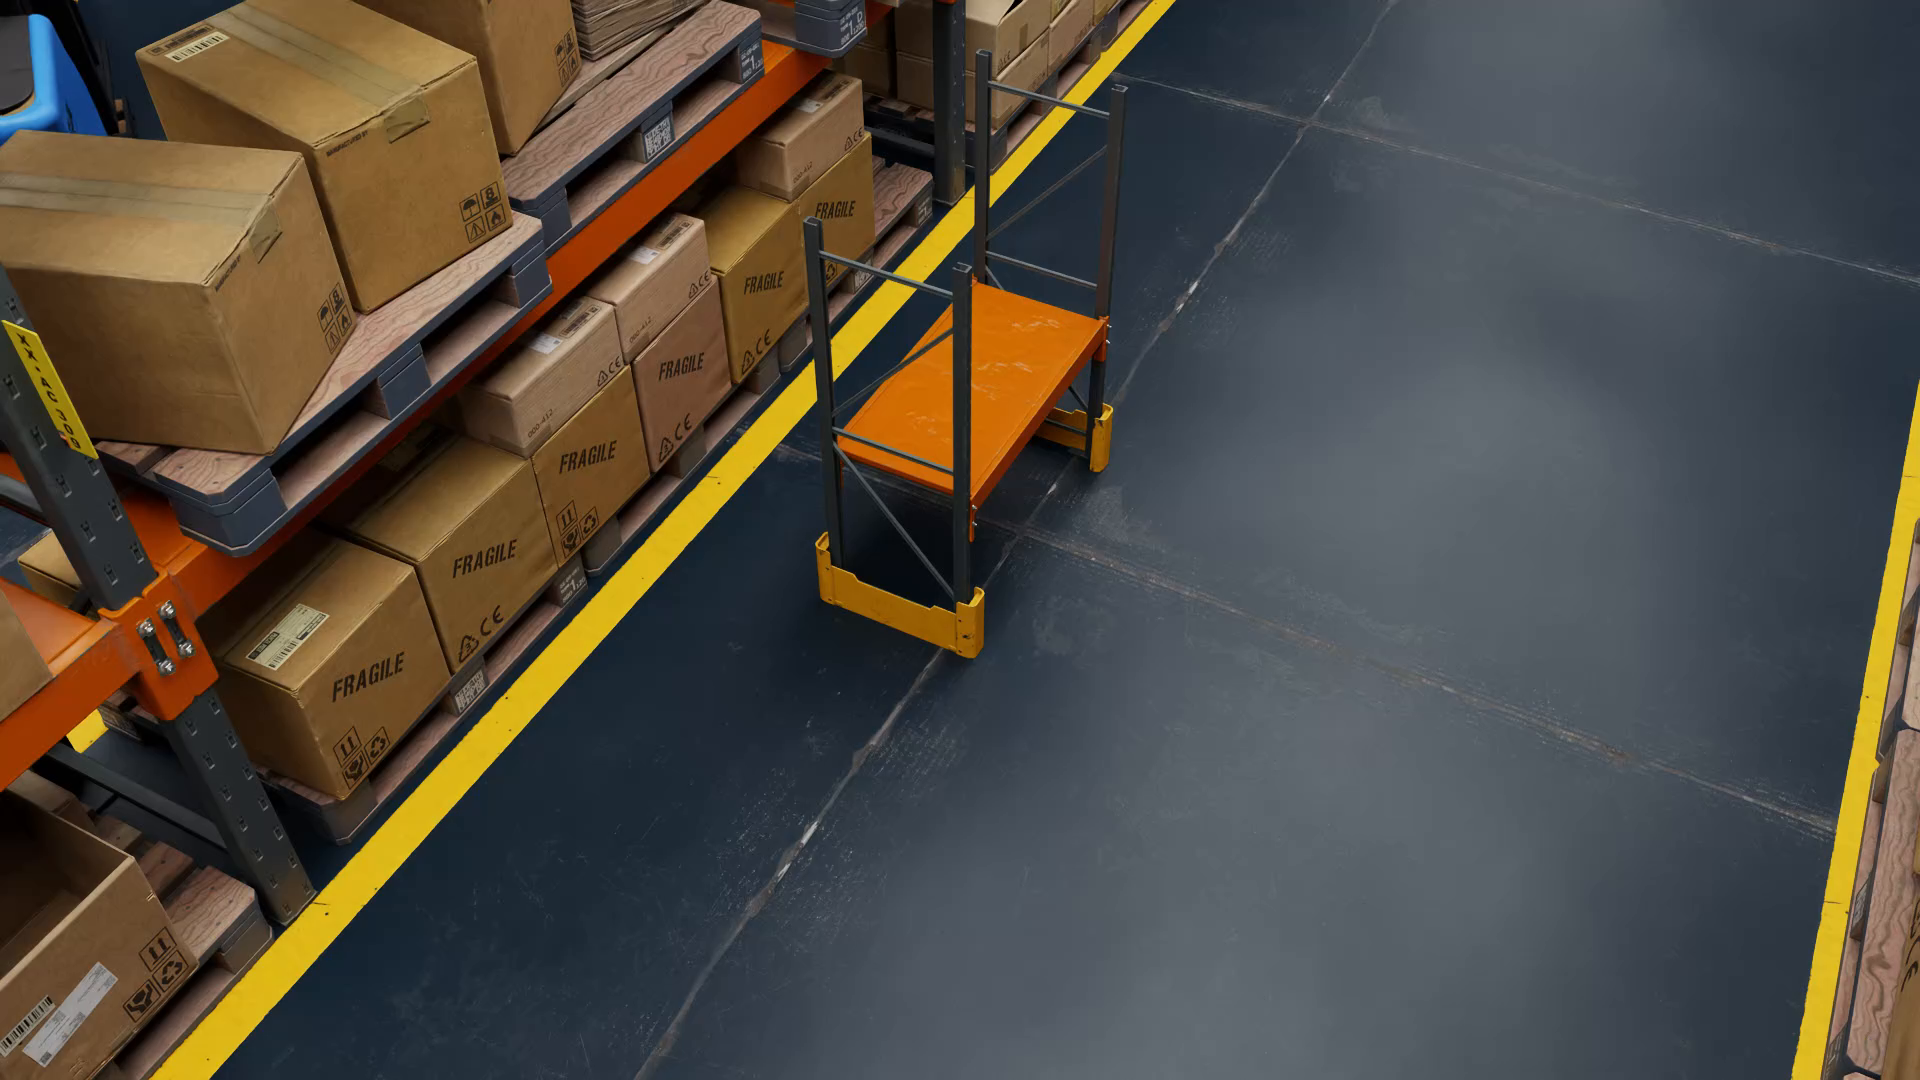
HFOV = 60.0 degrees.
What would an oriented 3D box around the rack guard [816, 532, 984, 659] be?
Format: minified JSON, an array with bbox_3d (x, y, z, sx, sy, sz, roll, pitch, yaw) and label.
[{"bbox_3d":[-0.196,0.178,5.398,0.587,0.250,0.087,20,49,19],"label":"rack guard"}]

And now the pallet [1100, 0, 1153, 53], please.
[{"bbox_3d":[0.538,-2.978,8.545,1.003,0.211,1.213,20,49,19],"label":"pallet"}]

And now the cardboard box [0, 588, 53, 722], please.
[{"bbox_3d":[-2.308,0.197,3.376,0.500,0.500,0.500,21,49,20],"label":"cardboard box"}]

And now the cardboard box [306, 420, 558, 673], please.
[{"bbox_3d":[-1.625,-0.007,5.096,0.500,0.500,0.500,21,49,20],"label":"cardboard box"}]

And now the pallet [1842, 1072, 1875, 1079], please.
[{"bbox_3d":[2.378,1.935,3.689,1.003,0.211,1.213,20,49,19],"label":"pallet"}]

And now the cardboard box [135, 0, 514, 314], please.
[{"bbox_3d":[-1.622,-1.029,4.292,0.700,0.500,0.500,28,52,25],"label":"cardboard box"}]

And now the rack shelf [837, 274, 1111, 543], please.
[{"bbox_3d":[0.040,-0.455,5.398,0.538,0.185,1.000,20,49,19],"label":"rack shelf"}]

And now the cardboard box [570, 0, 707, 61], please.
[{"bbox_3d":[-1.232,-1.923,5.176,0.700,0.500,0.500,30,52,26],"label":"cardboard box"}]

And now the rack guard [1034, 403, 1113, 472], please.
[{"bbox_3d":[0.267,-0.450,6.019,0.587,0.250,0.087,20,49,19],"label":"rack guard"}]

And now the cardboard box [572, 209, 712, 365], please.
[{"bbox_3d":[-1.166,-0.877,5.429,0.500,0.250,0.500,20,49,18],"label":"cardboard box"}]

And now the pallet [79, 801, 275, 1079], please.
[{"bbox_3d":[-2.623,1.245,4.371,1.003,0.211,1.213,20,49,19],"label":"pallet"}]

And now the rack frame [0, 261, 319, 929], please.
[{"bbox_3d":[-2.303,-0.167,3.806,1.000,3.000,0.127,20,49,19],"label":"rack frame"}]

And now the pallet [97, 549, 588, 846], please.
[{"bbox_3d":[-1.959,0.288,5.317,1.003,0.211,1.213,20,49,19],"label":"pallet"}]

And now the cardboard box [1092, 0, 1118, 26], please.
[{"bbox_3d":[0.526,-2.748,7.994,0.500,0.250,0.500,19,48,18],"label":"cardboard box"}]

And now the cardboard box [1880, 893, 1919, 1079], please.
[{"bbox_3d":[2.683,1.061,3.809,0.750,0.750,0.750,22,49,20],"label":"cardboard box"}]

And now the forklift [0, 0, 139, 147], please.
[{"bbox_3d":[-4.151,-2.563,6.222,1.130,2.935,3.031,-17,48,-16],"label":"forklift"}]

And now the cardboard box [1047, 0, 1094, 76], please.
[{"bbox_3d":[0.290,-2.418,7.669,0.500,0.250,0.500,19,48,18],"label":"cardboard box"}]

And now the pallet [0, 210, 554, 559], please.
[{"bbox_3d":[-1.835,-0.567,4.336,1.003,0.211,1.213,20,49,19],"label":"pallet"}]

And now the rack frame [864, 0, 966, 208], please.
[{"bbox_3d":[-0.446,-2.687,6.297,1.000,3.000,0.127,20,49,19],"label":"rack frame"}]

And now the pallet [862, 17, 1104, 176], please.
[{"bbox_3d":[-0.029,-2.213,7.788,1.003,0.211,1.213,20,49,19],"label":"pallet"}]

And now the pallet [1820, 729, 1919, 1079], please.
[{"bbox_3d":[2.943,1.164,4.451,1.003,0.211,1.213,20,49,19],"label":"pallet"}]

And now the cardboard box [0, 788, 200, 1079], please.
[{"bbox_3d":[-2.316,1.009,4.091,0.500,0.500,0.500,20,49,19],"label":"cardboard box"}]

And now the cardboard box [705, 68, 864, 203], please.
[{"bbox_3d":[-0.695,-1.523,6.067,0.500,0.250,0.500,22,49,21],"label":"cardboard box"}]

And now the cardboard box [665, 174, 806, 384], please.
[{"bbox_3d":[-0.913,-0.970,6.048,0.500,0.500,0.500,19,48,18],"label":"cardboard box"}]

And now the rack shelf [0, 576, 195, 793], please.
[{"bbox_3d":[-3.231,1.346,2.817,1.077,0.370,4.000,20,49,19],"label":"rack shelf"}]

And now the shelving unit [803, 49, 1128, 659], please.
[{"bbox_3d":[0.035,-0.575,5.264,0.587,1.500,1.083,20,49,19],"label":"shelving unit"}]

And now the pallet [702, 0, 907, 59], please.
[{"bbox_3d":[-0.699,-2.169,5.920,1.213,0.211,1.003,20,49,19],"label":"pallet"}]

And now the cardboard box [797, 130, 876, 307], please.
[{"bbox_3d":[-0.672,-1.296,6.370,0.500,0.500,0.500,22,49,21],"label":"cardboard box"}]

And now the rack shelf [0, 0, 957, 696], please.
[{"bbox_3d":[-1.375,-1.174,5.307,1.077,0.370,4.000,20,49,19],"label":"rack shelf"}]

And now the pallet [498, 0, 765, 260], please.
[{"bbox_3d":[-1.345,-1.393,5.153,1.003,0.211,1.213,20,49,19],"label":"pallet"}]

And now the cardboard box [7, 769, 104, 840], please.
[{"bbox_3d":[-2.689,0.816,4.415,0.500,0.311,0.500,20,49,19],"label":"cardboard box"}]

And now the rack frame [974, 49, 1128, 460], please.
[{"bbox_3d":[0.276,-0.901,5.586,0.500,1.500,0.032,20,49,19],"label":"rack frame"}]

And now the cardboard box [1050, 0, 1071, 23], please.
[{"bbox_3d":[0.293,-2.632,7.486,0.500,0.311,0.500,19,48,18],"label":"cardboard box"}]

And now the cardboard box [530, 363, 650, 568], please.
[{"bbox_3d":[-1.386,-0.319,5.405,0.500,0.500,0.500,21,49,20],"label":"cardboard box"}]

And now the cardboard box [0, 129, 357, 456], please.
[{"bbox_3d":[-1.885,-0.574,3.843,0.700,0.500,0.500,6,46,6],"label":"cardboard box"}]

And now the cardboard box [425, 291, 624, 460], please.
[{"bbox_3d":[-1.398,-0.561,5.116,0.500,0.250,0.500,21,49,19],"label":"cardboard box"}]

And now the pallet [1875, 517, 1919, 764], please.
[{"bbox_3d":[3.510,0.398,5.208,1.003,0.211,1.213,20,49,19],"label":"pallet"}]

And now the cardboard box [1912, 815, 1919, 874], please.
[{"bbox_3d":[3.073,0.524,4.339,0.750,0.750,0.750,20,49,19],"label":"cardboard box"}]

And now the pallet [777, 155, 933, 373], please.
[{"bbox_3d":[-0.826,-1.249,6.836,1.003,0.211,1.213,20,49,19],"label":"pallet"}]

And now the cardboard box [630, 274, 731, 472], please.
[{"bbox_3d":[-1.151,-0.638,5.719,0.500,0.500,0.500,19,48,18],"label":"cardboard box"}]

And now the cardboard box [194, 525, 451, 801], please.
[{"bbox_3d":[-1.863,0.333,4.760,0.500,0.500,0.500,18,48,17],"label":"cardboard box"}]

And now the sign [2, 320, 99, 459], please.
[{"bbox_3d":[-1.819,-0.297,3.326,0.100,0.325,0.005,20,49,19],"label":"sign"}]

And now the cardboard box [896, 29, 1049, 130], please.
[{"bbox_3d":[0.057,-2.101,7.356,0.500,0.250,0.500,20,49,19],"label":"cardboard box"}]

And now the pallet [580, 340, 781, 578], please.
[{"bbox_3d":[-1.394,-0.483,6.079,1.003,0.211,1.213,20,49,19],"label":"pallet"}]

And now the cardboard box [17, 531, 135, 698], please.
[{"bbox_3d":[-2.328,0.151,4.940,0.500,0.500,0.500,20,49,19],"label":"cardboard box"}]

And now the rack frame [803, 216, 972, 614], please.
[{"bbox_3d":[-0.196,-0.261,4.953,0.500,1.500,0.032,20,49,19],"label":"rack frame"}]

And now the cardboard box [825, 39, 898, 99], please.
[{"bbox_3d":[-0.418,-2.280,7.532,0.500,0.250,0.500,22,49,20],"label":"cardboard box"}]

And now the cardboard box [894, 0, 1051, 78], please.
[{"bbox_3d":[0.057,-2.298,7.156,0.500,0.311,0.500,22,49,20],"label":"cardboard box"}]

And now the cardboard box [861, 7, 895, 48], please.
[{"bbox_3d":[-0.421,-2.477,7.332,0.500,0.311,0.500,22,49,20],"label":"cardboard box"}]

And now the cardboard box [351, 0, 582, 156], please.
[{"bbox_3d":[-1.538,-1.483,4.741,0.700,0.500,0.500,9,46,9],"label":"cardboard box"}]
